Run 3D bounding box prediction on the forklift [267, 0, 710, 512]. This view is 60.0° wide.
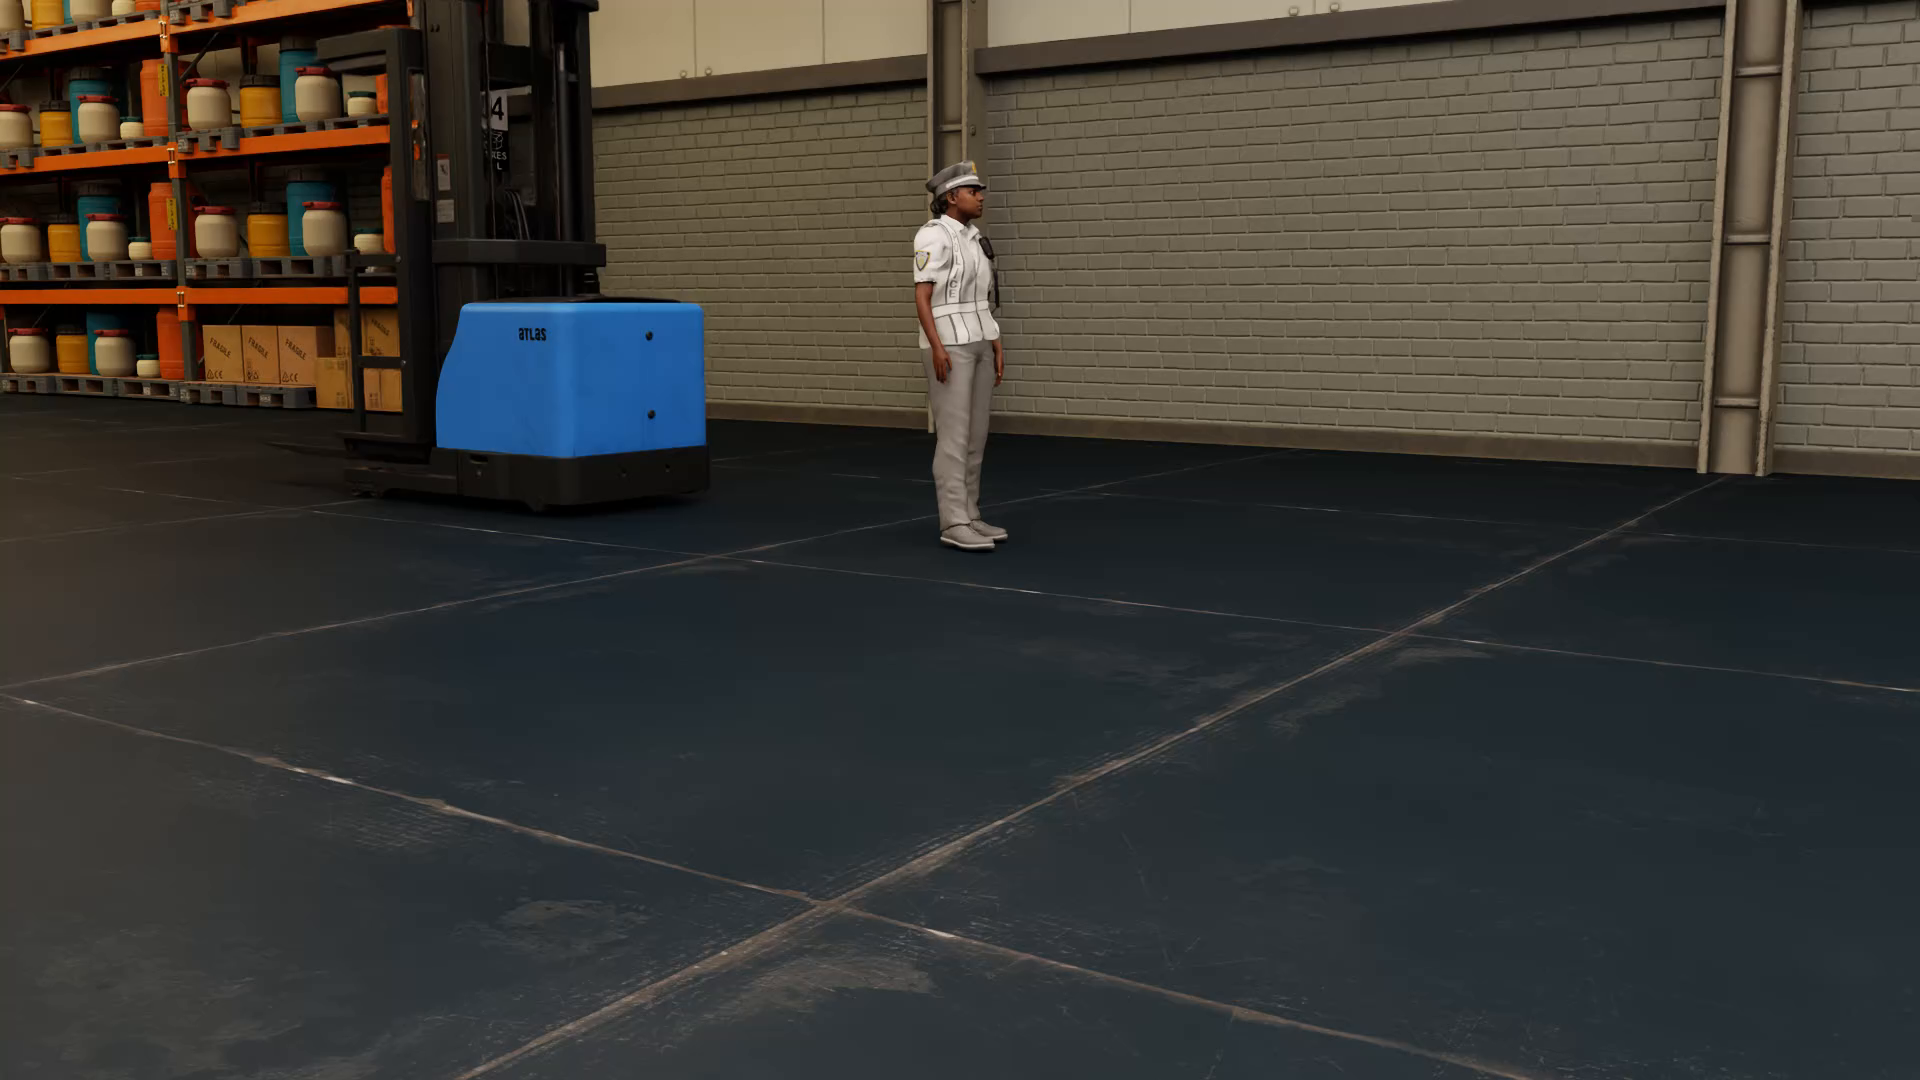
[{"bbox_3d":[-2.843,-1.733,9.380,3.031,2.935,1.130,6,10,37],"label":"forklift"}]

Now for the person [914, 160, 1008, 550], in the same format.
[{"bbox_3d":[0.051,-0.838,7.425,0.528,1.695,0.569,5,10,34],"label":"person"}]
